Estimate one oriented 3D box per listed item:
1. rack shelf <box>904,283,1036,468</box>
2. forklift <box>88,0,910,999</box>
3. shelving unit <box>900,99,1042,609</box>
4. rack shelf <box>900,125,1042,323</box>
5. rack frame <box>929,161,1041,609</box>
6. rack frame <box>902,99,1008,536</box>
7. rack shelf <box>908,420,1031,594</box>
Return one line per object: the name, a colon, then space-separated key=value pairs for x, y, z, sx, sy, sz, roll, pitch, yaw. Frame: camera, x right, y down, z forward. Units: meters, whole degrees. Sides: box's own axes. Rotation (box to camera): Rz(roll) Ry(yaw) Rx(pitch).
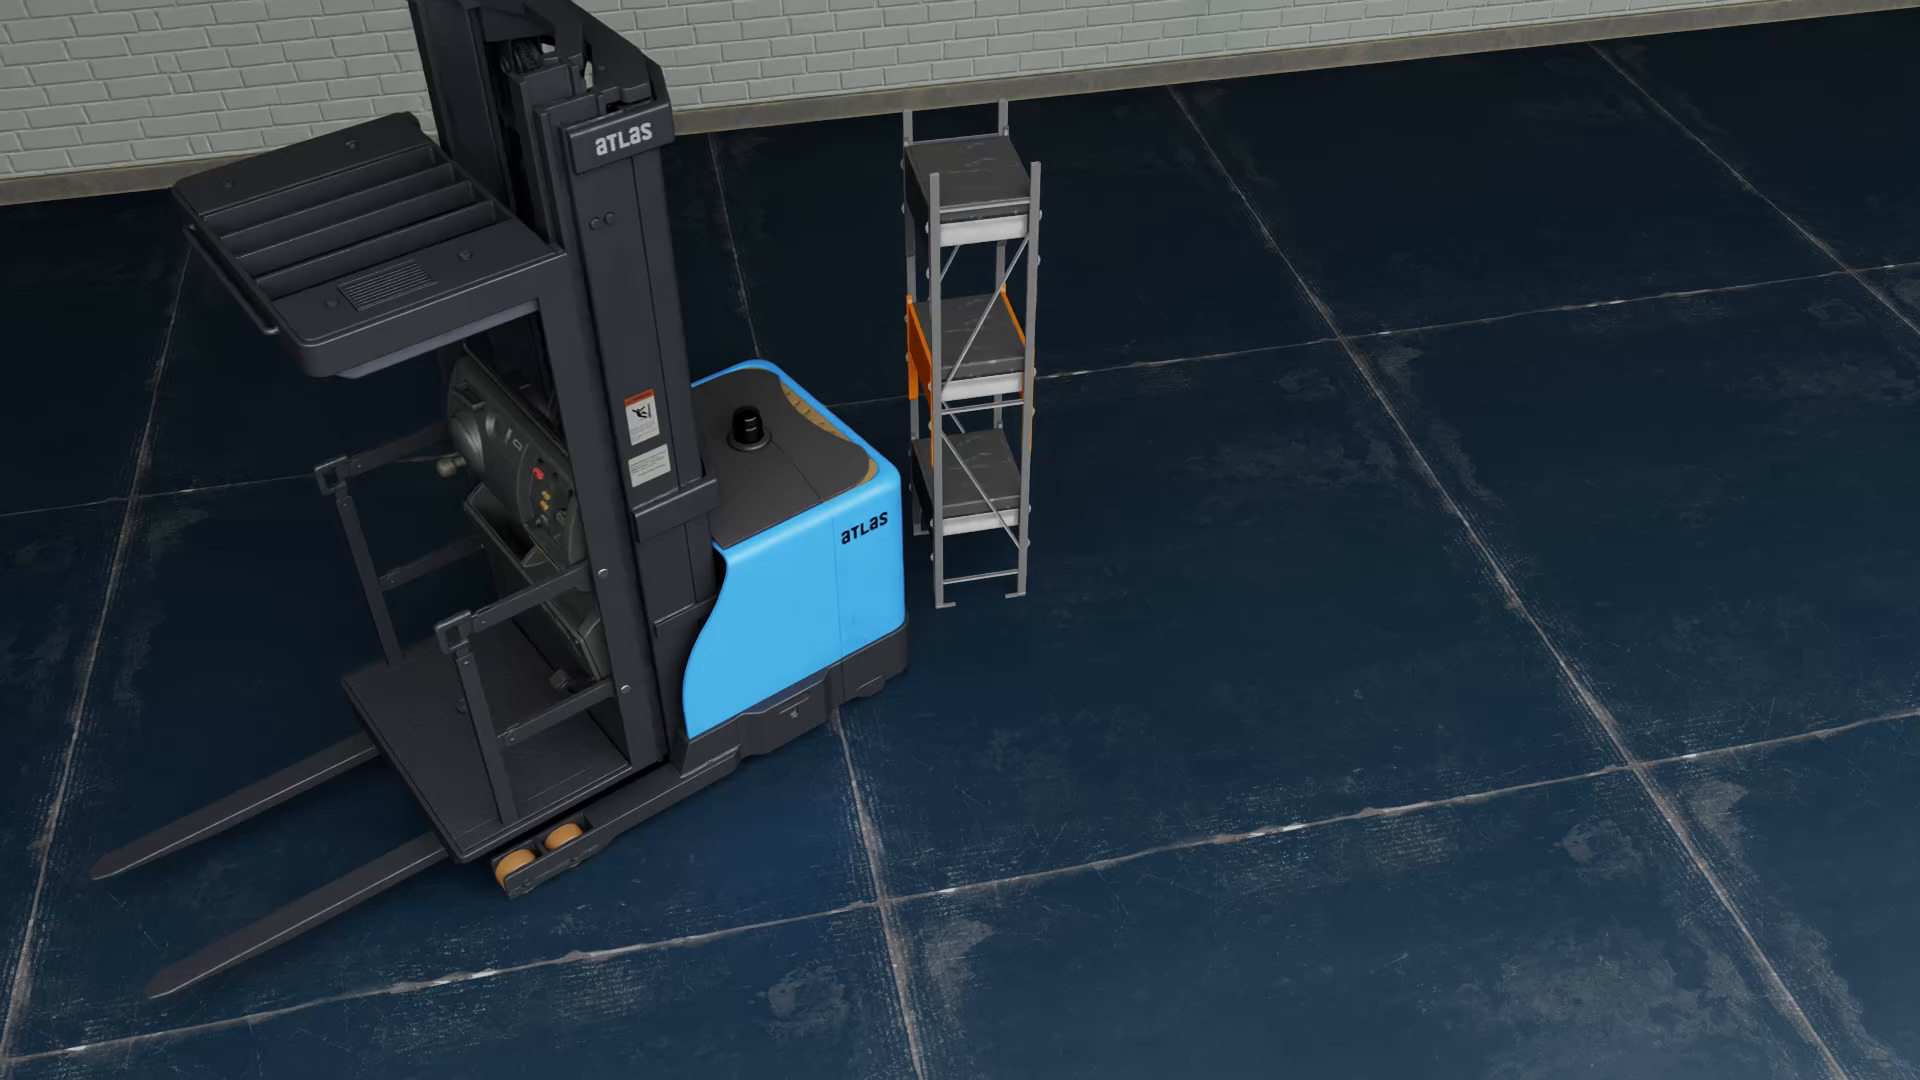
rack shelf: x=0.036 y=-0.668 z=6.723 sx=0.431 sy=0.518 sz=0.480 roll=-8 pitch=42 yaw=-9
forklift: x=-1.684 y=-0.202 z=5.552 sx=3.031 sy=2.935 sz=1.130 roll=-27 pitch=48 yaw=-27
shelving unit: x=0.036 y=-0.678 z=6.714 sx=0.431 sy=2.100 sz=0.503 roll=-8 pitch=42 yaw=-9
rack shelf: x=0.036 y=-1.191 z=6.258 sx=0.431 sy=0.518 sz=0.480 roll=-8 pitch=42 yaw=-9
rack frame: x=0.088 y=-0.520 z=6.536 sx=0.400 sy=2.100 sz=0.015 roll=-8 pitch=42 yaw=-9
rack frame: x=-0.017 y=-0.836 z=6.892 sx=0.400 sy=2.100 sz=0.015 roll=-8 pitch=42 yaw=-9
rack shelf: x=0.036 y=-0.144 z=7.188 sx=0.431 sy=0.518 sz=0.480 roll=-8 pitch=42 yaw=-9
